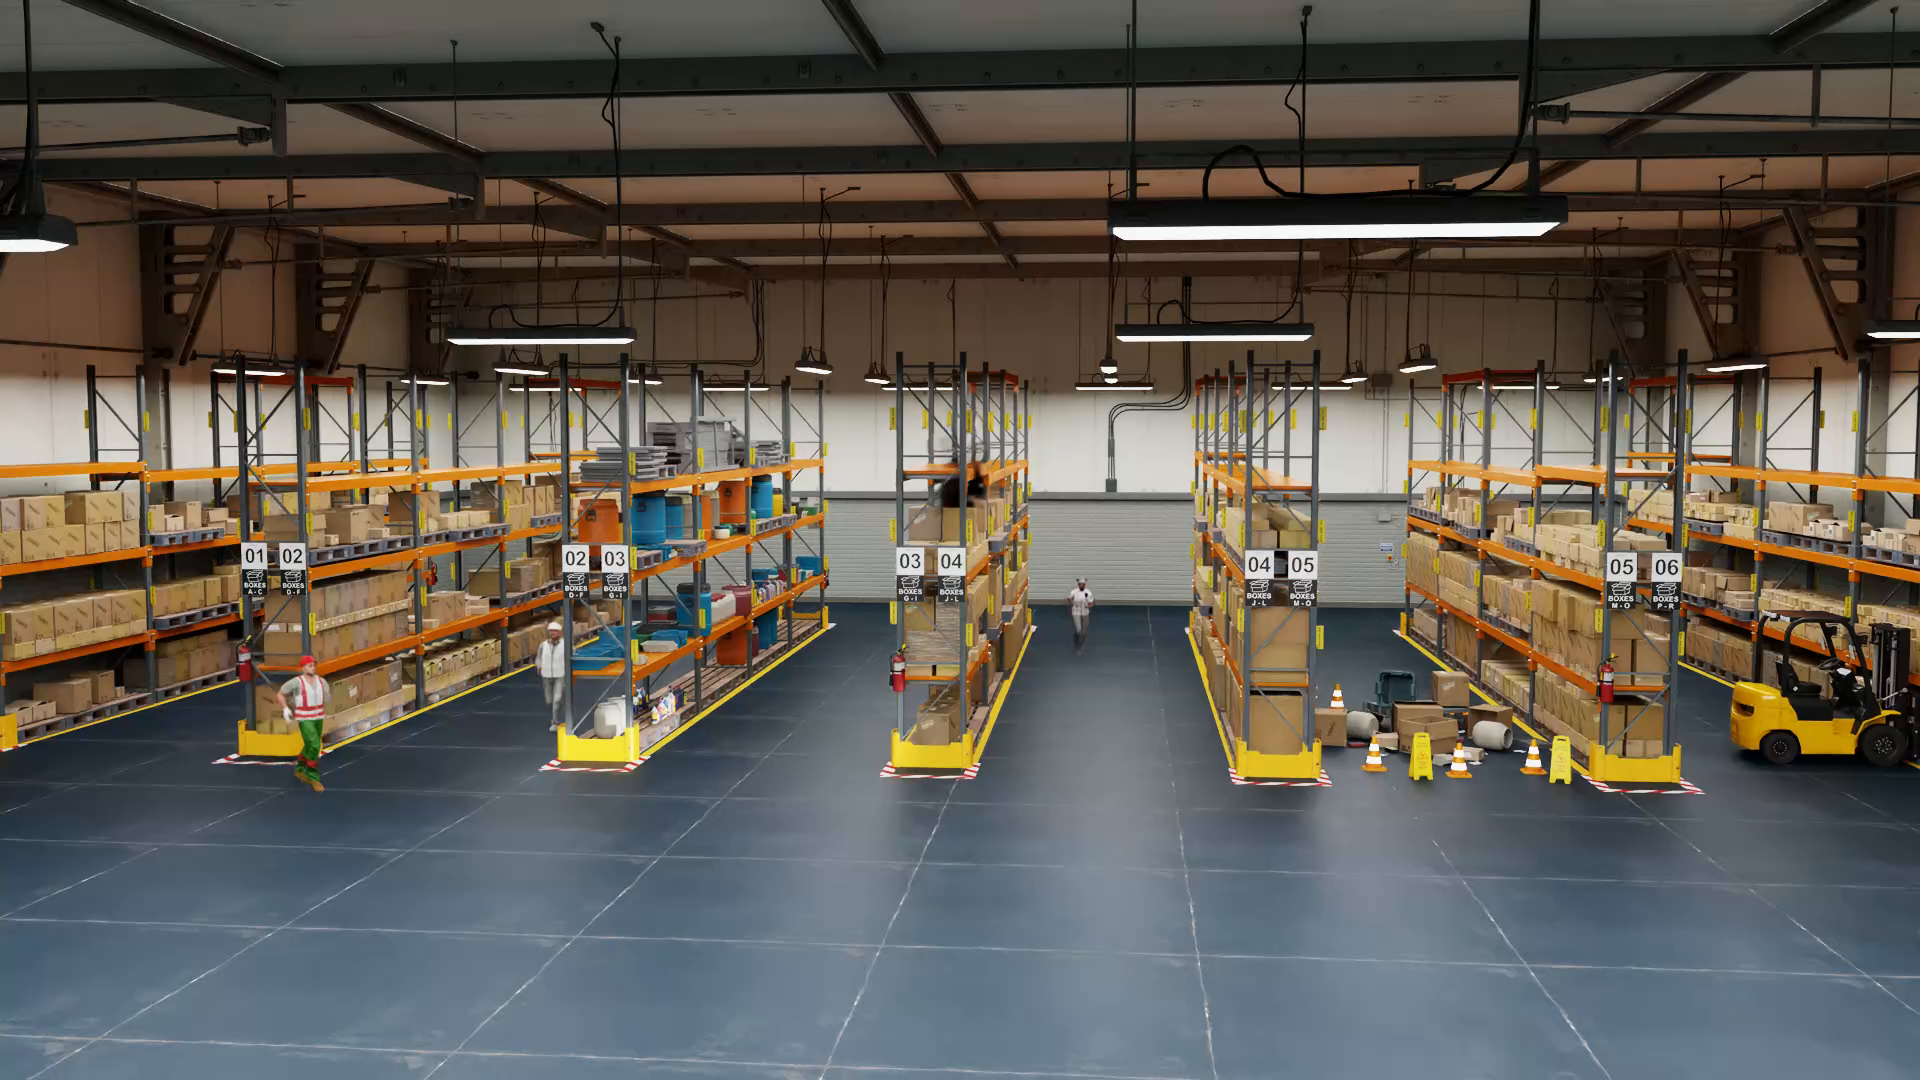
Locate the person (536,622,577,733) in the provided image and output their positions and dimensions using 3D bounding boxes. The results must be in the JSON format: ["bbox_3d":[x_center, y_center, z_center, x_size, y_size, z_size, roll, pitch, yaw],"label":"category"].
[{"bbox_3d":[-6.591,2.217,27.134,0.661,1.757,0.792,0,4,0],"label":"person"}]

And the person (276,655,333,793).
[{"bbox_3d":[-8.882,2.492,22.681,0.799,1.847,0.650,2,5,28],"label":"person"}]

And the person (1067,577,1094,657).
[{"bbox_3d":[2.583,1.644,35.548,0.536,1.721,0.784,0,4,-6],"label":"person"}]
